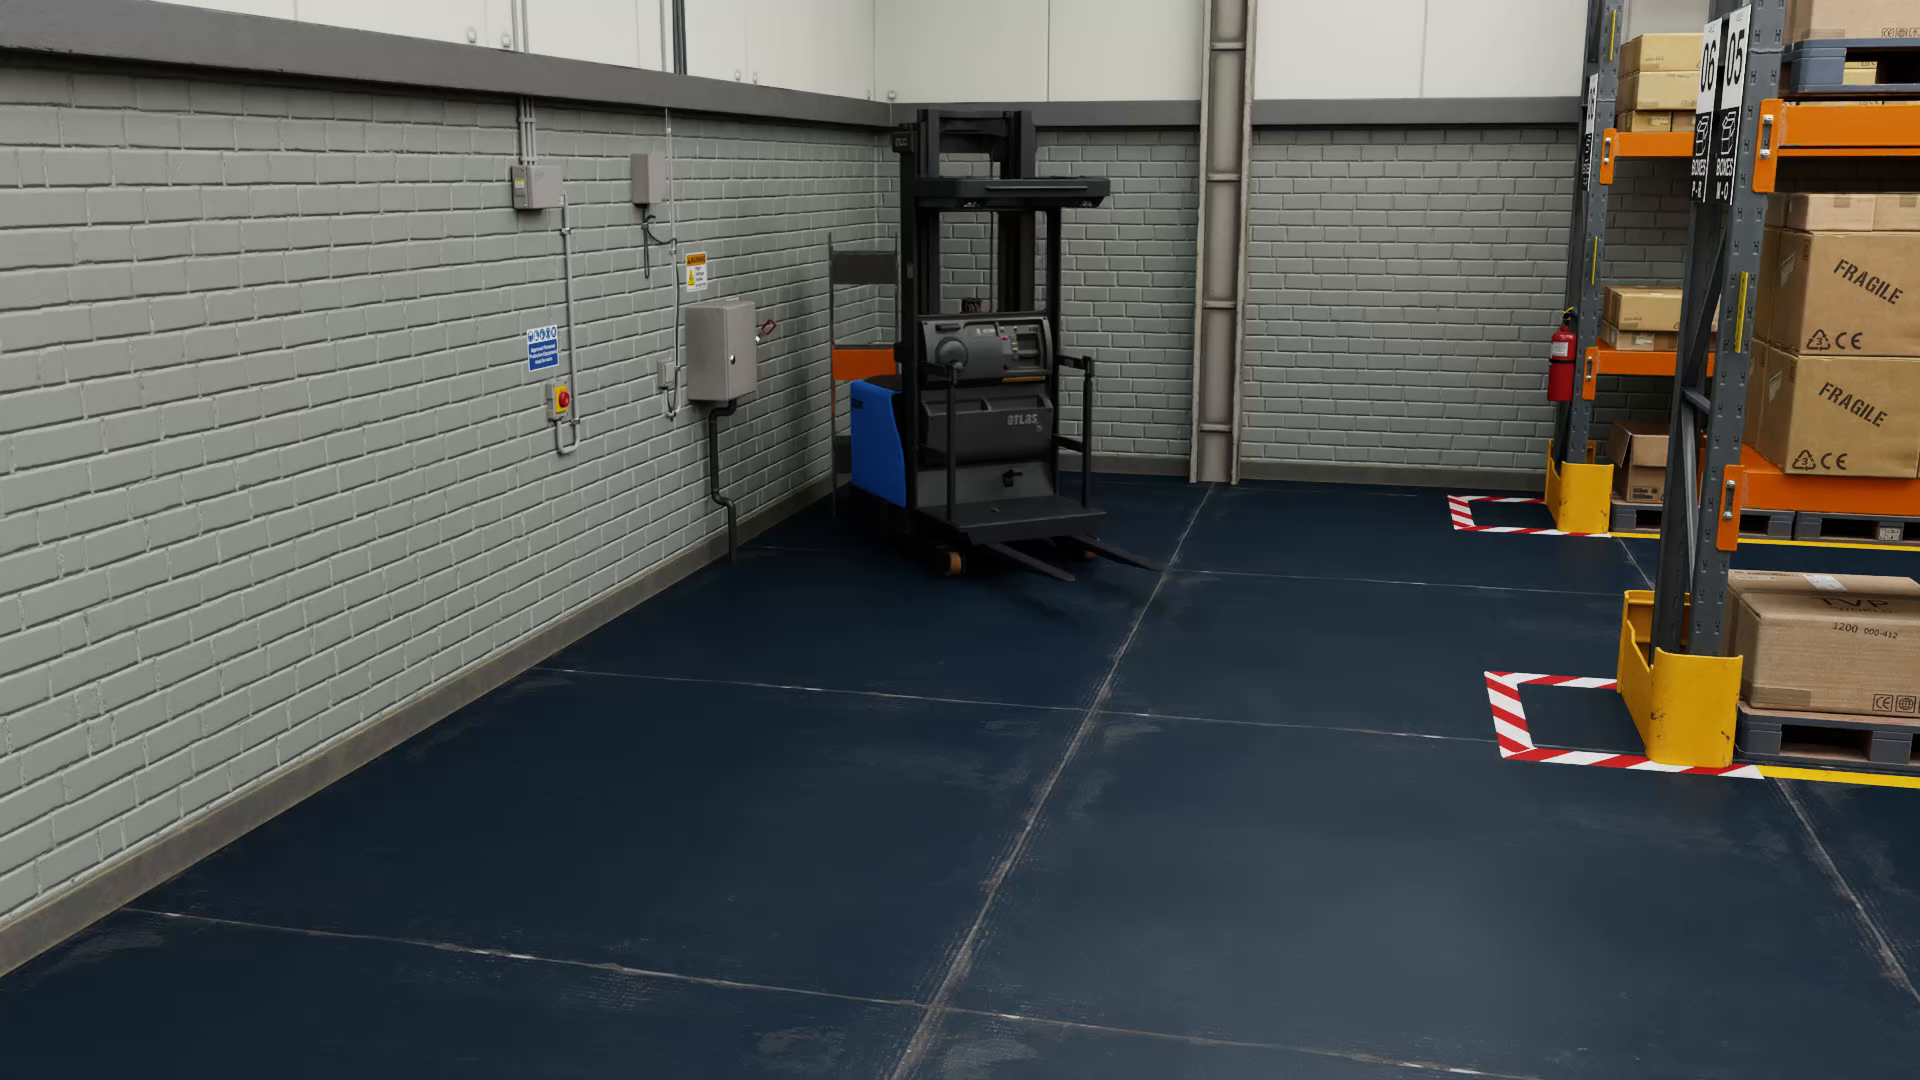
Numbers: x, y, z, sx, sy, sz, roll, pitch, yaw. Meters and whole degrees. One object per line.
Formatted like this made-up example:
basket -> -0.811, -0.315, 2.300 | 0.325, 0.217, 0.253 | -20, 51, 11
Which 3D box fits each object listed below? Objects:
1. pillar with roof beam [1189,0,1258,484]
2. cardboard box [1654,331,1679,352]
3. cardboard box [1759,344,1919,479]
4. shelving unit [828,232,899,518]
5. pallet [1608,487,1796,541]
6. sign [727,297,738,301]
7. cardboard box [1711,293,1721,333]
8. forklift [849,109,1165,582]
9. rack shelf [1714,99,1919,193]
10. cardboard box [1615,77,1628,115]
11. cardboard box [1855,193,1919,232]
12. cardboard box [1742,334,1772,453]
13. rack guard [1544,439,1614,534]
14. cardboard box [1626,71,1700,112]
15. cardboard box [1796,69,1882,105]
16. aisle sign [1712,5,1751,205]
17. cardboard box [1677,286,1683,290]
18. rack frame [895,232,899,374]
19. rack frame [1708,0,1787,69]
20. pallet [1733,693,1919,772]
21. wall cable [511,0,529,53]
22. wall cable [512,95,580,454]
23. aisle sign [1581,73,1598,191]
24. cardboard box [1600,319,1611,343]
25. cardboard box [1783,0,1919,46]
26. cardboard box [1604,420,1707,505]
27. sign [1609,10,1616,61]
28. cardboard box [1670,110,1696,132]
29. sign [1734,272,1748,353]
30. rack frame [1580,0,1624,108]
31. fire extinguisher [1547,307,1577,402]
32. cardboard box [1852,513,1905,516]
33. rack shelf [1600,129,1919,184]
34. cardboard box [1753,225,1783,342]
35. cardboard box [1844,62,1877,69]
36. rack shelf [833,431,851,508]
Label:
pillar with roof beam -> 1.115, -3.992, 8.952 | 0.400, 9.000, 9.100 | 3, 13, 14
cardboard box -> 5.059, -1.439, 11.872 | 0.250, 0.149, 0.380 | 3, 13, 15
cardboard box -> 3.760, -0.559, 7.097 | 0.500, 0.500, 0.500 | 3, 13, 13
shelving unit -> -0.712, -1.237, 12.460 | 0.503, 2.100, 0.431 | -1, 13, -3
pallet -> 5.396, -0.233, 12.296 | 1.213, 0.211, 1.003 | 3, 13, 14
sign -> -1.555, -1.386, 11.273 | 0.001, 0.494, 0.329 | 3, 13, 14
cardboard box -> 5.413, -1.605, 11.702 | 0.500, 0.250, 0.500 | 3, 13, 14
forklift -> 0.276, -1.304, 10.845 | 1.130, 2.935, 3.031 | -6, 14, -25
rack shelf -> 5.304, -1.605, 6.777 | 4.000, 0.370, 1.077 | 3, 13, 14
cardboard box -> 5.045, -3.210, 12.011 | 0.500, 0.250, 0.500 | 3, 13, 13
cardboard box -> 3.912, -1.374, 6.963 | 0.250, 0.149, 0.380 | 3, 13, 15
cardboard box -> 3.894, -0.675, 7.619 | 0.500, 0.500, 0.500 | 3, 13, 14
rack guard -> 4.622, -0.415, 12.451 | 0.348, 0.500, 1.175 | 3, 13, 14
cardboard box -> 4.913, -3.095, 11.494 | 0.500, 0.250, 0.500 | 3, 13, 13
cardboard box -> 5.906, -3.044, 11.263 | 0.500, 0.250, 0.500 | 3, 13, 12
aisle sign -> 3.223, -1.807, 6.952 | 0.004, 0.787, 0.394 | 3, 13, 14
cardboard box -> 5.559, -1.716, 12.204 | 0.500, 0.250, 0.500 | 3, 13, 14
rack frame -> -0.469, -1.239, 12.473 | 0.015, 2.100, 0.400 | -1, 13, -3
rack frame -> 3.362, -3.524, 6.842 | 0.127, 3.000, 1.000 | 3, 13, 14
pallet -> 4.157, 0.791, 7.681 | 1.213, 0.211, 1.003 | 3, 13, 14
wall cable -> -2.228, -3.760, 7.906 | 0.029, 3.000, 0.463 | 3, 13, 14
wall cable -> -2.118, -1.394, 8.675 | 0.123, 1.953, 0.585 | 3, 13, 14
aisle sign -> 4.411, -2.850, 11.654 | 0.004, 0.787, 0.394 | 3, 13, 14
cardboard box -> 4.934, -1.556, 12.402 | 0.250, 0.149, 0.380 | 3, 13, 13
cardboard box -> 3.821, -2.236, 7.107 | 0.500, 0.250, 0.500 | 2, 13, 8
cardboard box -> 5.119, -0.574, 12.190 | 0.637, 0.503, 0.797 | 3, 13, 11
sign -> 4.418, -3.416, 11.264 | 0.005, 0.325, 0.100 | 3, 13, 14
cardboard box -> 5.063, -2.908, 11.569 | 0.250, 0.149, 0.380 | 3, 13, 15
sign -> 3.224, -0.940, 6.865 | 0.005, 0.325, 0.100 | 3, 13, 14
rack frame -> 4.548, -4.568, 11.548 | 0.127, 3.000, 1.000 | 3, 13, 14
fire extinguisher -> 4.294, -1.330, 11.843 | 0.183, 0.674, 0.296 | 3, 13, 14
cardboard box -> 6.429, -0.471, 11.735 | 0.500, 0.500, 0.500 | 3, 13, 15
rack shelf -> 6.490, -2.649, 11.483 | 4.000, 0.370, 1.077 | 3, 13, 14
cardboard box -> 3.887, -1.157, 7.486 | 0.500, 0.500, 0.500 | 4, 13, 15
cardboard box -> 5.899, -3.290, 11.219 | 0.500, 0.250, 0.500 | 3, 13, 13
rack shelf -> -0.712, -0.540, 12.615 | 0.480, 0.518, 0.431 | -1, 13, -3
